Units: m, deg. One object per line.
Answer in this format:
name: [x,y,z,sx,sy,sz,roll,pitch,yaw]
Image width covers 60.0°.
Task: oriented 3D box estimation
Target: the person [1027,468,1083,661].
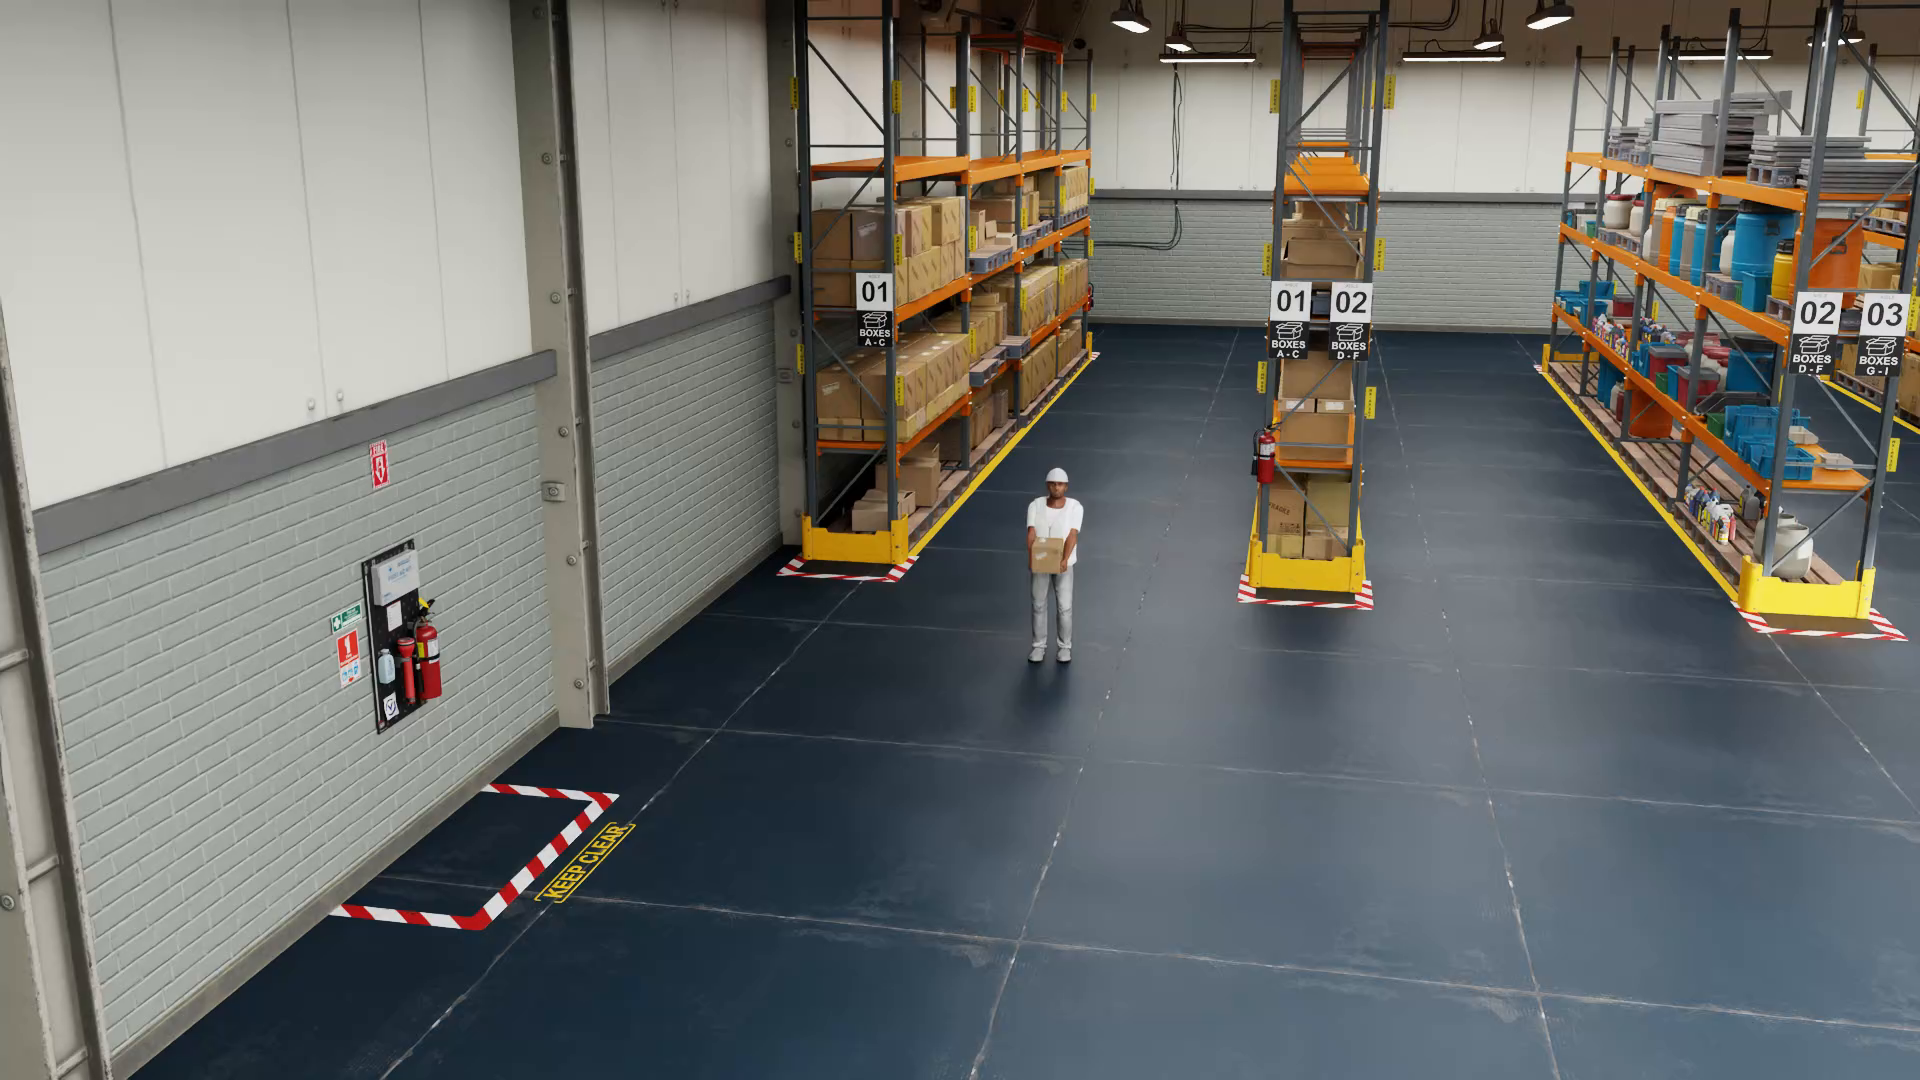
person: [0.834,0.243,15.040,0.502,1.762,0.586,3,15,11]
